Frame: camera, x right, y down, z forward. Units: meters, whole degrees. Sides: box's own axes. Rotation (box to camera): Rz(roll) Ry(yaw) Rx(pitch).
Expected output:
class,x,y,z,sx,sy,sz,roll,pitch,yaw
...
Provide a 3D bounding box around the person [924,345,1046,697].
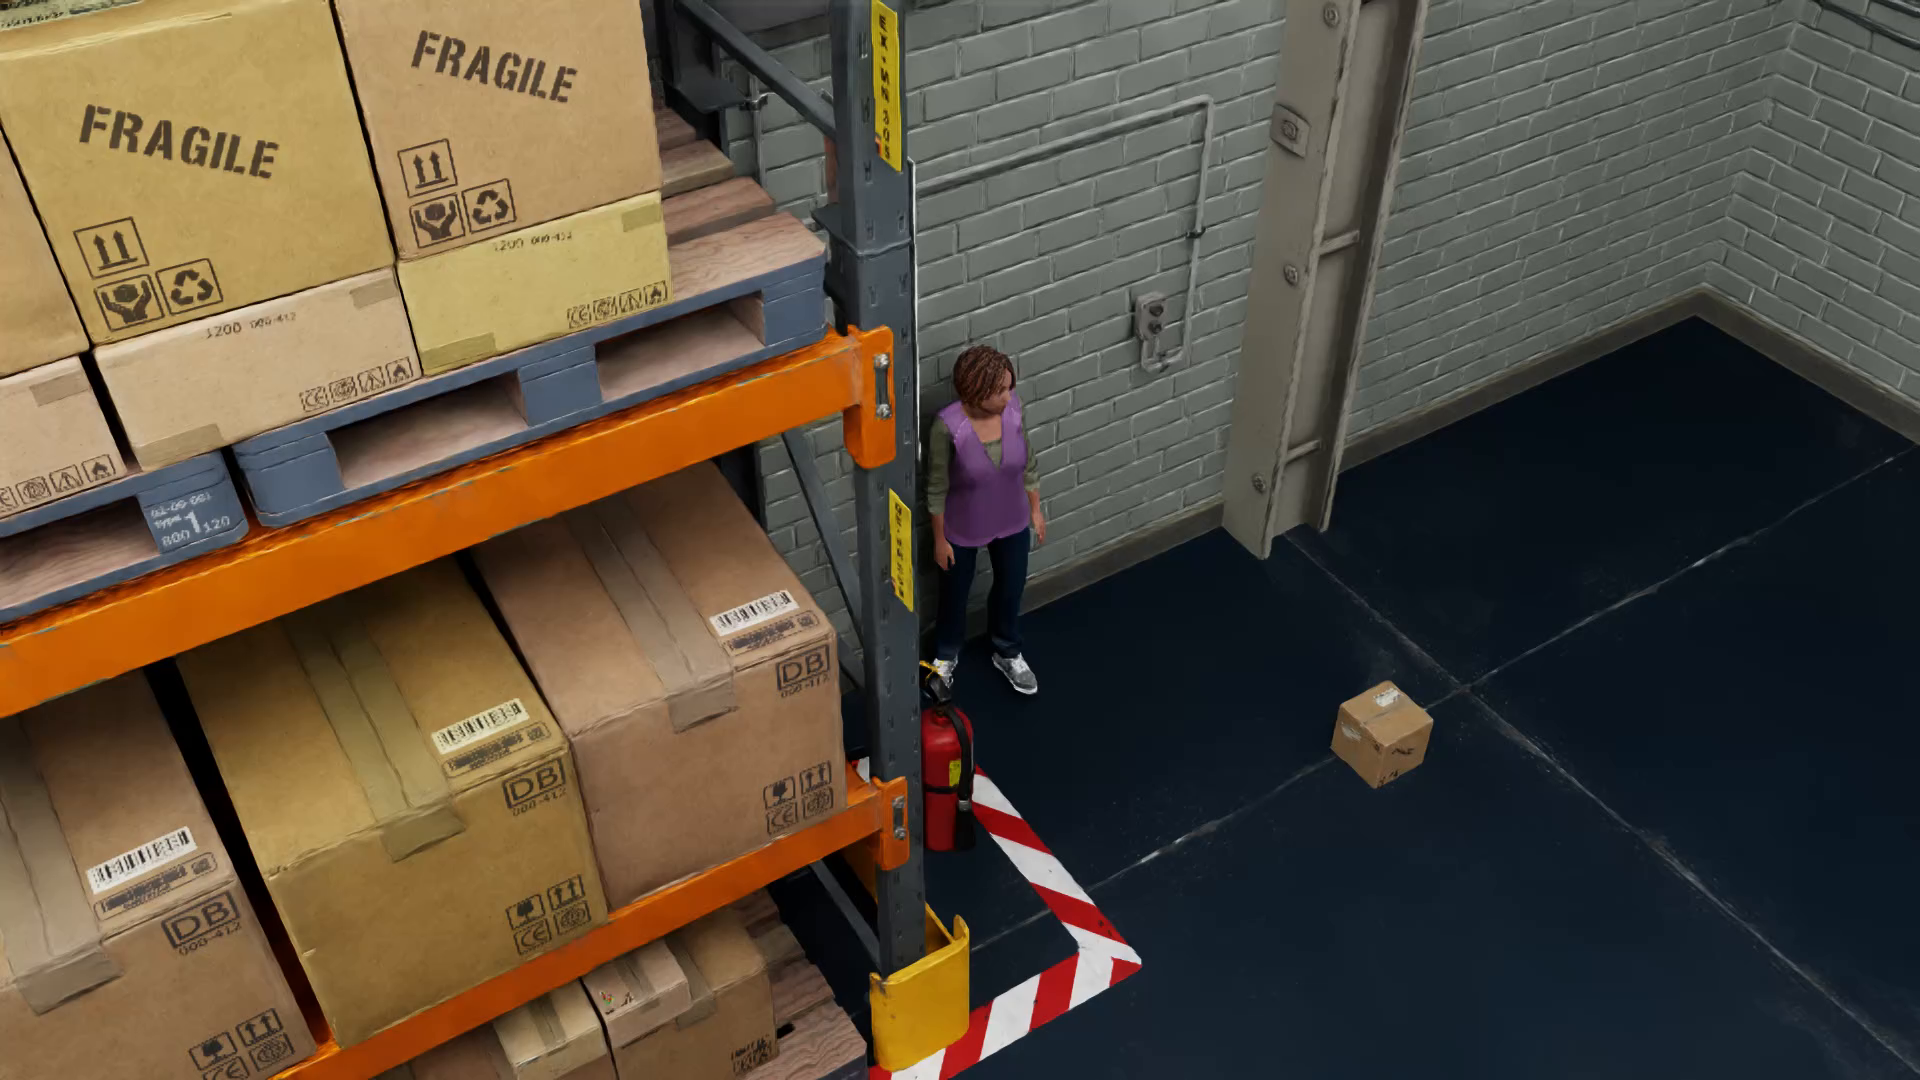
class,x,y,z,sx,sy,sz,roll,pitch,yaw
person,0.083,-0.048,6.183,0.484,1.600,0.372,-15,43,-16
